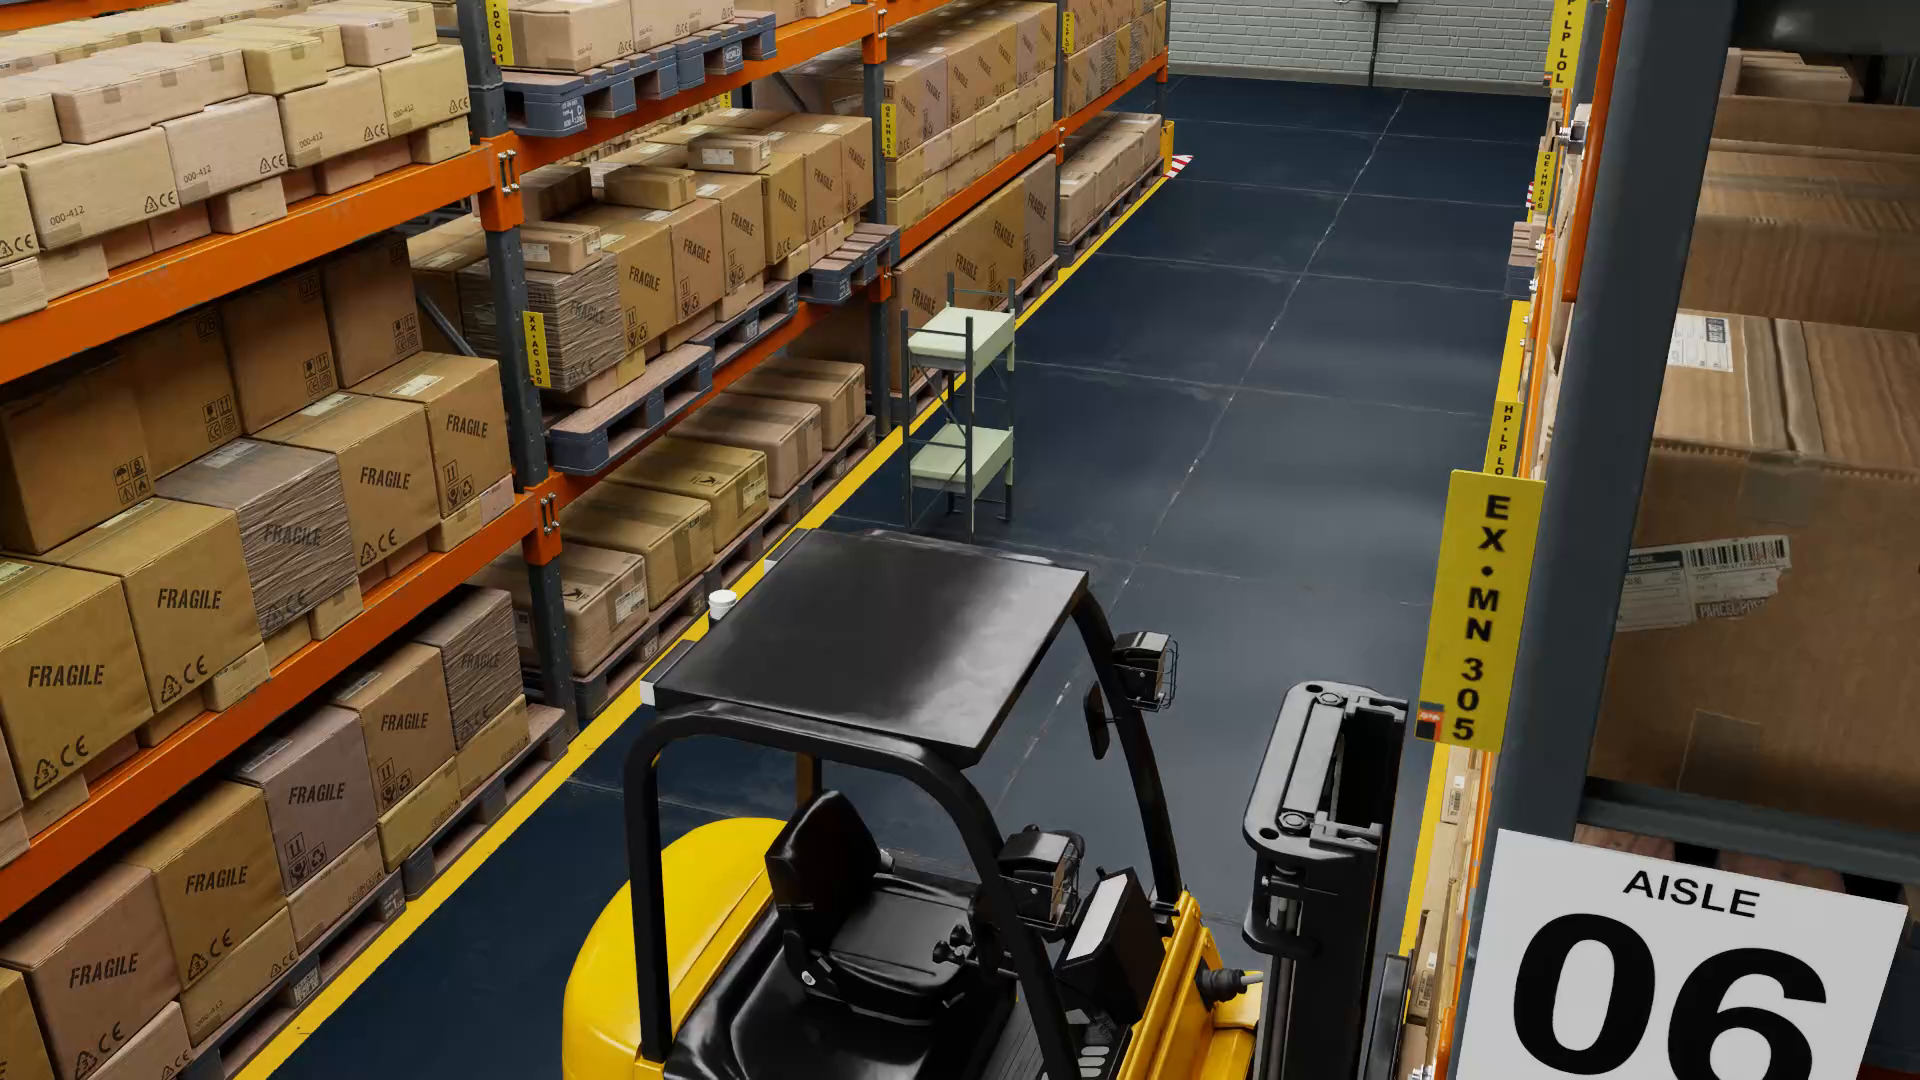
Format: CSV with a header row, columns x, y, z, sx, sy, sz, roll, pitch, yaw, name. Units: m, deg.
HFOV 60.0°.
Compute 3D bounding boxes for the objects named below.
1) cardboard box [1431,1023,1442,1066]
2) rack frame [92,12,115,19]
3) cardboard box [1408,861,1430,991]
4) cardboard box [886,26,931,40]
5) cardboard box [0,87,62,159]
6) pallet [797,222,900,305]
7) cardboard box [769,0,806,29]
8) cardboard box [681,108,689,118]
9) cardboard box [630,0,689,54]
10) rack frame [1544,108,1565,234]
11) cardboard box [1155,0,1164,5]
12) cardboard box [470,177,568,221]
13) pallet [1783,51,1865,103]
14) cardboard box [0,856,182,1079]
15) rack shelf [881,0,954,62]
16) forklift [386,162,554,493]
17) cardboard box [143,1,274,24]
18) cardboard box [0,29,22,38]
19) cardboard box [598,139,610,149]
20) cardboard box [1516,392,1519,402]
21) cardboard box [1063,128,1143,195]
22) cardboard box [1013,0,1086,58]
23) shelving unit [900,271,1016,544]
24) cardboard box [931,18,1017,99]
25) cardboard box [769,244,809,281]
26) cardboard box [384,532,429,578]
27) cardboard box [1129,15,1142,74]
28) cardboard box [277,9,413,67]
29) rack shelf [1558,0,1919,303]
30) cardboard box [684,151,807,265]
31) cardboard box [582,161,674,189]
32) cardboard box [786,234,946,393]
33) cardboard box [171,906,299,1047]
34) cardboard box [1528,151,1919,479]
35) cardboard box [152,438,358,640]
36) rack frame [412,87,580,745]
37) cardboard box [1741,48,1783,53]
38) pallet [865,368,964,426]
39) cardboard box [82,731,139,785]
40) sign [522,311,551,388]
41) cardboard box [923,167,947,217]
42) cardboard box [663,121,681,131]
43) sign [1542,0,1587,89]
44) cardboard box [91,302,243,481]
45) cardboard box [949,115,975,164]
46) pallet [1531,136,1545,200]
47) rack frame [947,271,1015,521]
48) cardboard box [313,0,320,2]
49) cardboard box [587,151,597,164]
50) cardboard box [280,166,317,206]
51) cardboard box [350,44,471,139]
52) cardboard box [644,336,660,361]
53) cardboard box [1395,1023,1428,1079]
x,y,z,sx,sy,sz,roll,pitch,yaw,name
1.159,1.381,3.340,0.500,0.500,0.500,10,27,19,cardboard box
-5.660,-2.804,12.098,1.000,3.000,0.127,9,27,17,rack frame
1.920,1.434,6.019,0.500,0.250,0.500,9,27,18,cardboard box
-0.523,-3.495,12.264,0.500,0.500,0.500,8,27,17,cardboard box
-2.774,-1.173,4.662,0.380,0.149,0.250,9,27,19,cardboard box
-1.095,-1.733,10.107,1.213,0.211,1.003,9,27,17,pallet
-1.283,-3.134,9.225,0.700,0.500,0.500,9,27,17,cardboard box
-3.185,-4.693,18.109,0.380,0.149,0.250,8,27,15,cardboard box
-1.549,-2.346,7.401,0.500,0.250,0.500,8,27,17,cardboard box
3.724,-1.409,9.218,1.000,3.000,0.127,9,27,17,rack frame
1.768,-5.677,16.771,0.500,0.500,0.500,10,27,19,cardboard box
-2.132,-1.651,8.035,0.380,0.149,0.250,8,27,16,cardboard box
3.213,-1.922,7.053,1.003,0.211,1.213,10,28,20,pallet
-2.914,1.355,5.323,0.500,0.500,0.500,8,27,16,cardboard box
-0.293,-3.975,11.902,1.077,0.370,4.000,9,27,17,rack shelf
-3.164,-1.778,10.060,1.130,2.935,3.031,10,27,19,forklift
-2.761,-1.886,6.135,0.380,0.149,0.250,10,27,19,cardboard box
-9.209,-4.603,15.701,0.500,0.500,0.500,8,27,17,cardboard box
-3.768,-4.059,16.797,0.380,0.149,0.250,8,27,16,cardboard box
2.479,-0.374,6.679,0.500,0.250,0.500,8,27,16,cardboard box
1.282,-3.788,16.589,0.875,0.438,0.875,9,27,19,cardboard box
0.760,-4.427,14.188,0.500,0.500,0.500,9,27,18,cardboard box
-0.002,-0.672,9.417,0.431,1.500,0.755,9,27,17,shelving unit
0.109,-3.627,12.537,0.500,0.500,0.500,10,27,19,cardboard box
-1.078,-1.586,9.390,0.380,0.149,0.250,9,27,18,cardboard box
-2.346,0.005,6.585,0.380,0.149,0.250,9,27,18,cardboard box
1.450,-4.806,16.120,0.500,0.500,0.500,10,27,19,cardboard box
-2.203,-1.799,5.956,0.380,0.149,0.250,8,27,16,cardboard box
1.727,-1.140,3.062,1.077,0.370,4.000,9,27,17,rack shelf
-1.176,-1.846,9.183,0.500,0.500,0.500,7,27,14,cardboard box
-1.837,-1.705,8.891,0.500,0.500,0.500,8,27,15,cardboard box
-0.650,-1.632,11.634,0.875,0.875,0.875,8,27,17,cardboard box
-2.745,1.483,5.919,0.500,0.250,0.500,11,28,21,cardboard box
1.414,-0.374,2.927,0.700,0.500,0.500,9,27,18,cardboard box
-2.536,-0.017,5.888,0.500,0.500,0.500,10,27,19,cardboard box
-2.289,-0.483,7.306,1.000,3.000,0.127,9,27,17,rack frame
3.087,-2.002,6.672,0.380,0.166,0.250,9,27,17,cardboard box
-0.625,-1.185,11.956,1.003,0.211,1.213,9,27,17,pallet
-2.863,0.635,5.286,0.380,0.149,0.250,10,27,19,cardboard box
-1.775,-0.798,6.962,0.100,0.325,0.005,9,27,17,sign
-0.404,-2.438,11.515,0.500,0.250,0.500,8,27,16,cardboard box
-3.236,-4.444,17.935,0.380,0.149,0.250,9,27,18,cardboard box
1.878,-1.564,5.142,0.100,0.325,0.005,9,27,17,sign
-3.023,-0.554,5.848,0.700,0.500,0.500,8,27,16,cardboard box
-0.206,-2.872,11.839,0.500,0.250,0.500,9,27,17,cardboard box
4.686,-2.654,12.009,1.003,0.211,1.213,9,27,17,pallet
0.120,-0.823,9.728,0.400,1.500,0.023,9,27,17,rack frame
-7.722,-6.472,19.506,0.500,0.250,0.500,8,27,17,cardboard box
-3.860,-3.812,16.629,0.380,0.149,0.250,9,27,17,cardboard box
-2.465,-1.250,5.735,0.380,0.149,0.250,8,27,16,cardboard box
-2.183,-1.679,6.164,0.500,0.250,0.500,8,27,17,cardboard box
-1.694,-0.970,8.117,0.380,0.149,0.250,11,28,21,cardboard box
1.419,1.616,4.496,0.500,0.250,0.500,8,27,16,cardboard box
